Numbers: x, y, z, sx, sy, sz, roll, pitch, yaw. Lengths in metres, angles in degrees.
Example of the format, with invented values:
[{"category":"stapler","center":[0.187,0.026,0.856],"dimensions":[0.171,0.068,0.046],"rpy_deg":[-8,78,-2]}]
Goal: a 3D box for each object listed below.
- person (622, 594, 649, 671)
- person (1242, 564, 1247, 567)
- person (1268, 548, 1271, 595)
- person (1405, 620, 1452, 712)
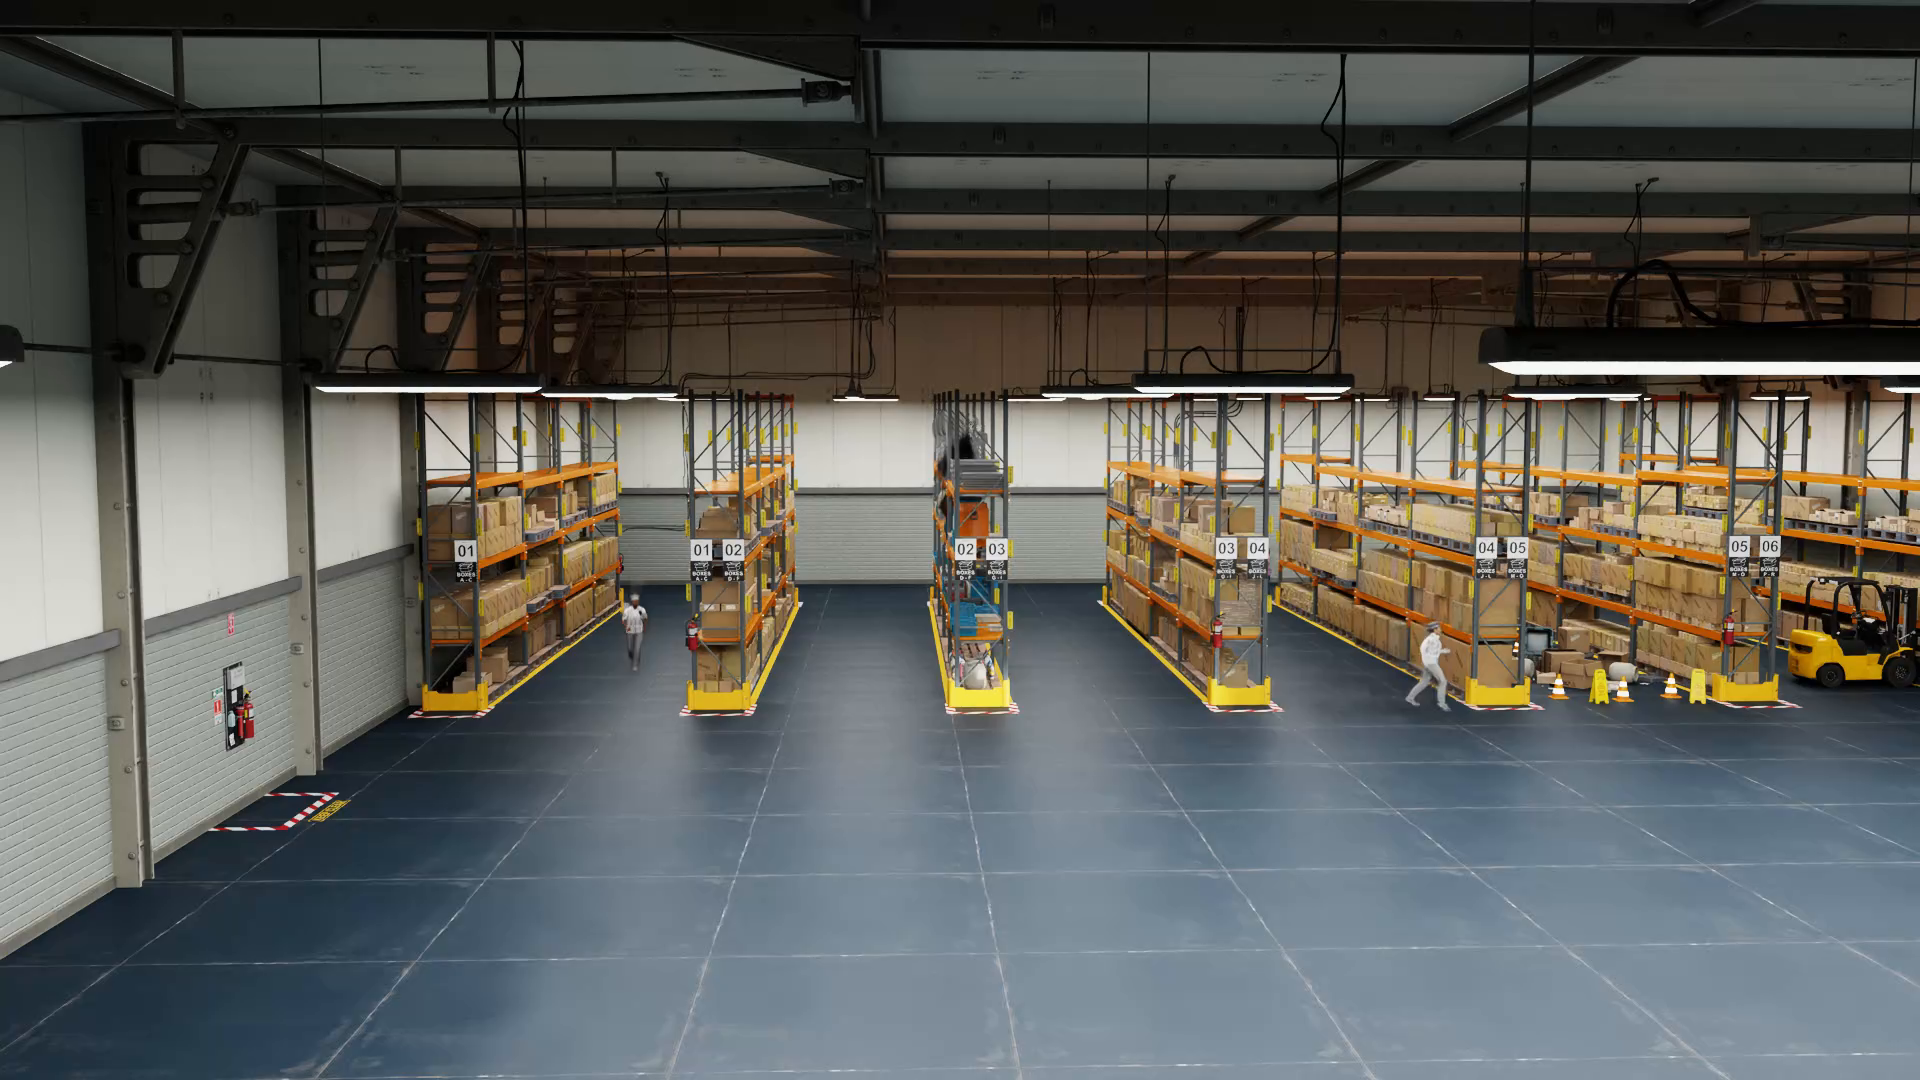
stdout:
[{"category":"person","center":[-6.975,1.980,35.762],"dimensions":[0.562,1.655,0.589],"rpy_deg":[-1,5,-13]},{"category":"person","center":[8.252,0.947,47.807],"dimensions":[0.634,1.728,0.719],"rpy_deg":[0,5,-2]},{"category":"person","center":[8.908,0.974,48.653],"dimensions":[0.573,1.557,0.572],"rpy_deg":[-2,5,-18]},{"category":"person","center":[8.795,2.355,31.160],"dimensions":[0.851,1.728,0.643],"rpy_deg":[1,5,12]}]
